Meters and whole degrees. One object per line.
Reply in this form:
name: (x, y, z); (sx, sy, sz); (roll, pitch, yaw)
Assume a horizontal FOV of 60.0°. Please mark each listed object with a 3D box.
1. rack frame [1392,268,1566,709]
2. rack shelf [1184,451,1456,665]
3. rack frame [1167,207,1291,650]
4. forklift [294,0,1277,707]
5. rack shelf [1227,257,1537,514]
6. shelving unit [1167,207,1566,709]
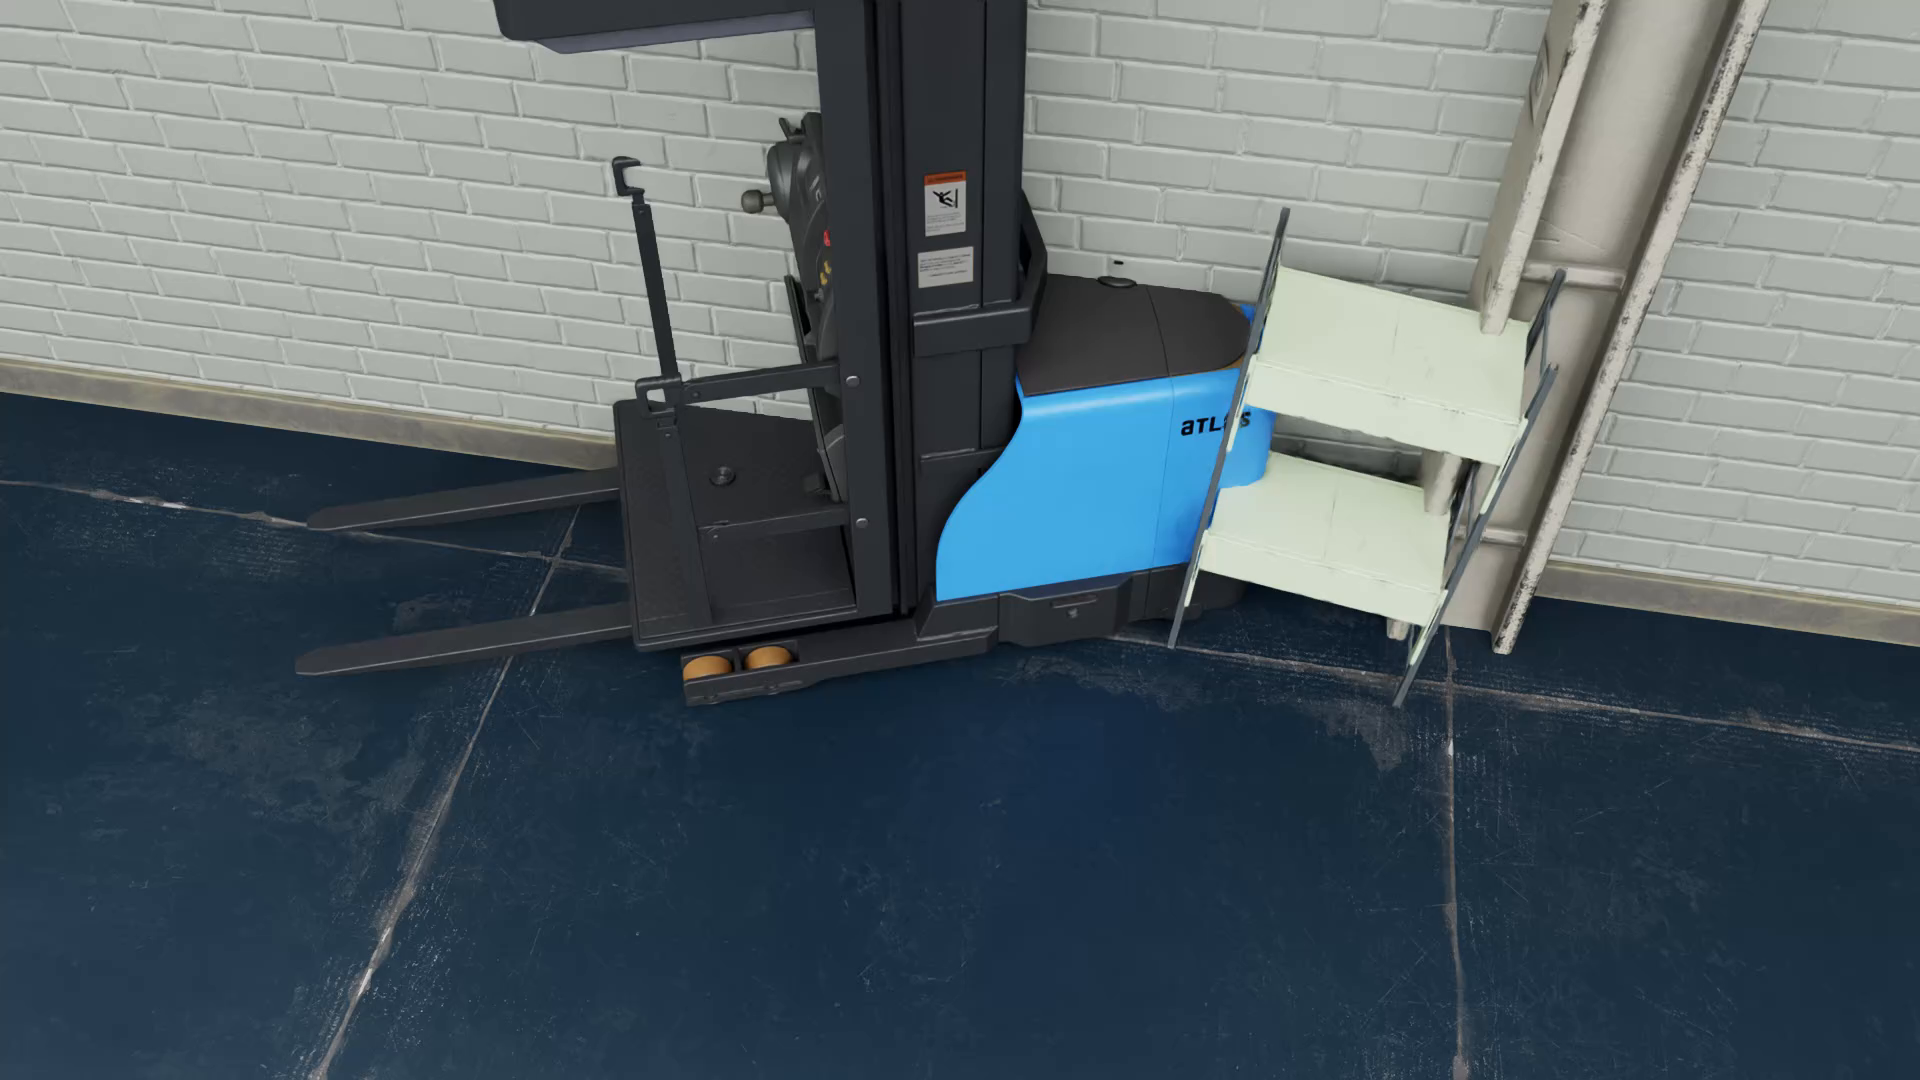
rack frame: (1.480, -0.089, 4.816); (0.023, 1.500, 0.400); (14, 51, 7)
rack shelf: (1.109, 0.027, 5.115); (0.720, 0.370, 0.431); (14, 51, 7)
rack frame: (0.777, -0.270, 4.911); (0.023, 1.500, 0.400); (14, 51, 7)
forklift: (-0.616, -0.888, 4.577); (3.031, 2.935, 1.130); (-9, 49, -8)
rack shelf: (1.152, -0.426, 4.562); (0.720, 0.370, 0.431); (14, 51, 7)
shelving unit: (1.129, -0.179, 4.864); (0.755, 1.500, 0.431); (14, 51, 7)
